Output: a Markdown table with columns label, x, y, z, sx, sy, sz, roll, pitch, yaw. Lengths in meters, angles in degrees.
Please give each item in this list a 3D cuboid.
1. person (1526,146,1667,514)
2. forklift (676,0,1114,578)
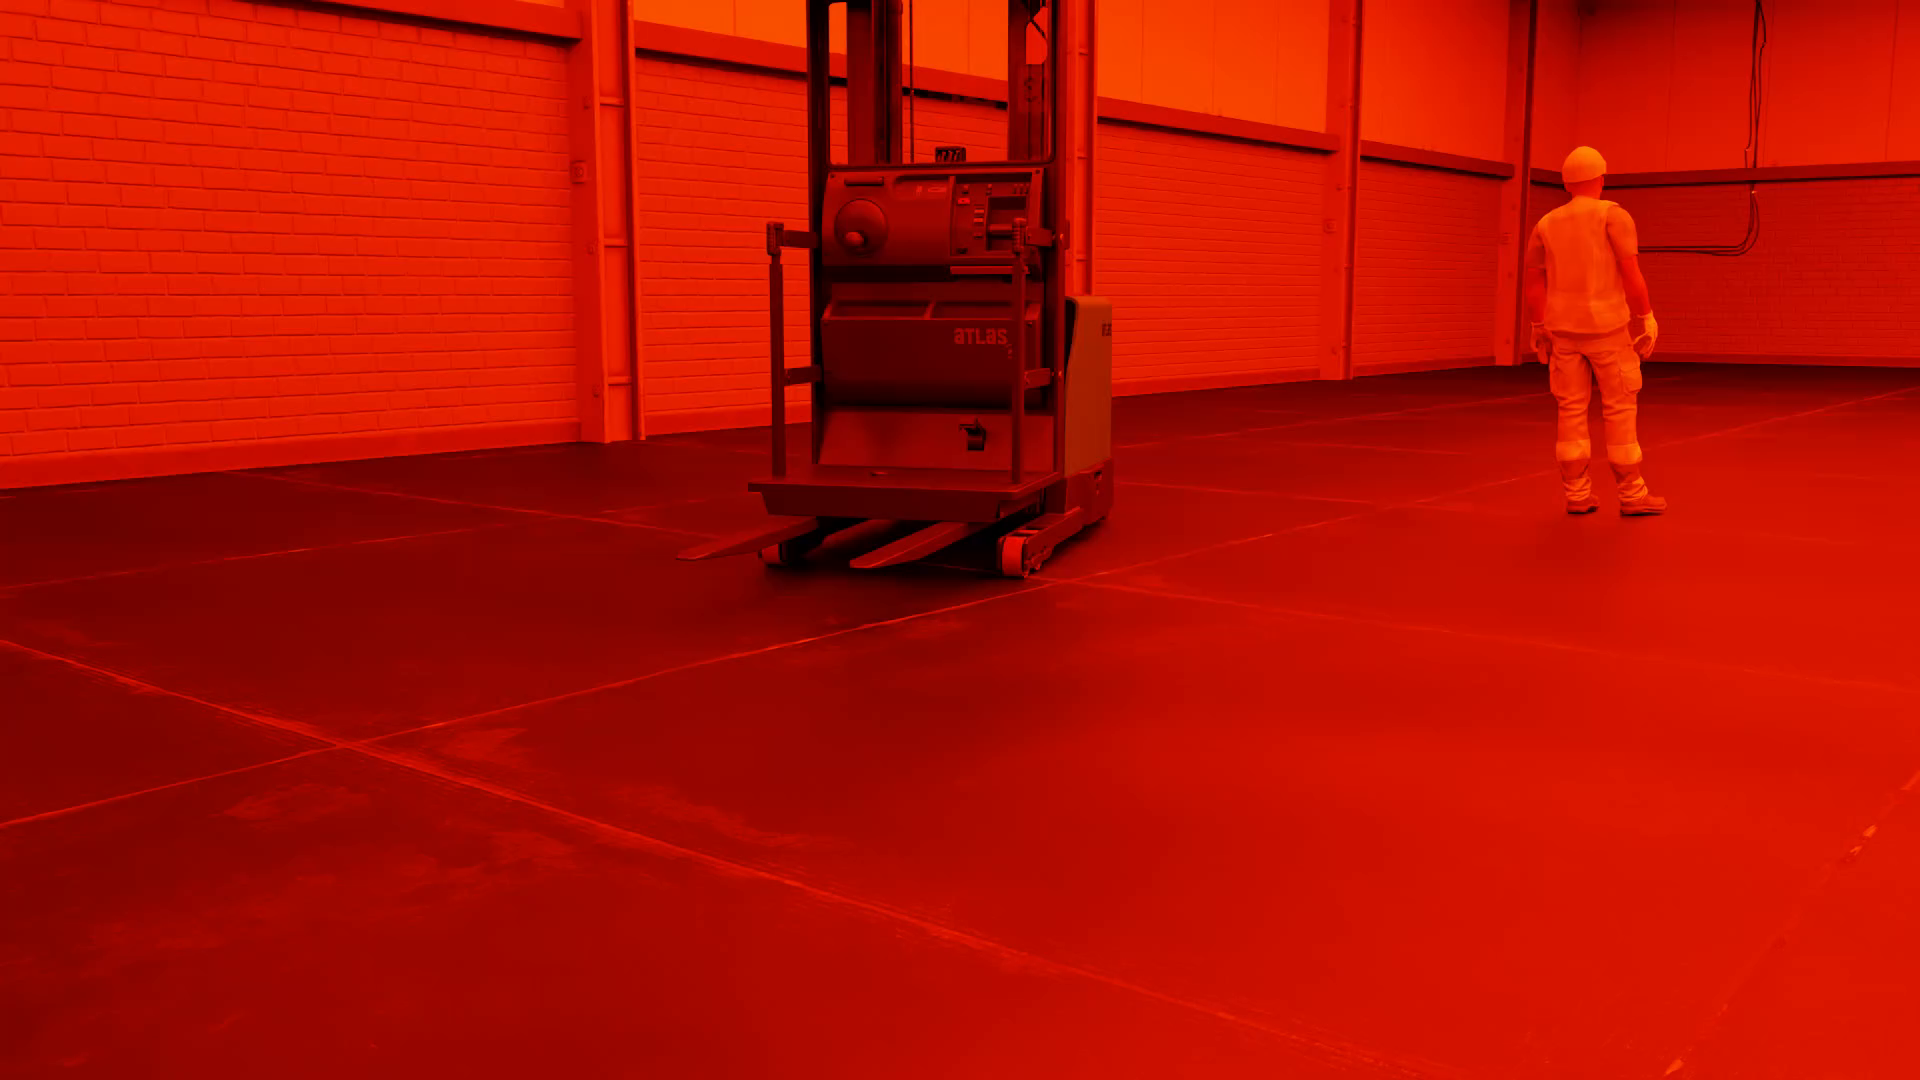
| label | x | y | z | sx | sy | sz | roll | pitch | yaw |
| --- | --- | --- | --- | --- | --- | --- | --- | --- | --- |
| person | 3.160 | -1.034 | 8.245 | 0.562 | 1.789 | 0.636 | -8 | 11 | -42 |
| forklift | -0.176 | -1.366 | 6.616 | 1.130 | 2.935 | 3.031 | 3 | 9 | 17 |
